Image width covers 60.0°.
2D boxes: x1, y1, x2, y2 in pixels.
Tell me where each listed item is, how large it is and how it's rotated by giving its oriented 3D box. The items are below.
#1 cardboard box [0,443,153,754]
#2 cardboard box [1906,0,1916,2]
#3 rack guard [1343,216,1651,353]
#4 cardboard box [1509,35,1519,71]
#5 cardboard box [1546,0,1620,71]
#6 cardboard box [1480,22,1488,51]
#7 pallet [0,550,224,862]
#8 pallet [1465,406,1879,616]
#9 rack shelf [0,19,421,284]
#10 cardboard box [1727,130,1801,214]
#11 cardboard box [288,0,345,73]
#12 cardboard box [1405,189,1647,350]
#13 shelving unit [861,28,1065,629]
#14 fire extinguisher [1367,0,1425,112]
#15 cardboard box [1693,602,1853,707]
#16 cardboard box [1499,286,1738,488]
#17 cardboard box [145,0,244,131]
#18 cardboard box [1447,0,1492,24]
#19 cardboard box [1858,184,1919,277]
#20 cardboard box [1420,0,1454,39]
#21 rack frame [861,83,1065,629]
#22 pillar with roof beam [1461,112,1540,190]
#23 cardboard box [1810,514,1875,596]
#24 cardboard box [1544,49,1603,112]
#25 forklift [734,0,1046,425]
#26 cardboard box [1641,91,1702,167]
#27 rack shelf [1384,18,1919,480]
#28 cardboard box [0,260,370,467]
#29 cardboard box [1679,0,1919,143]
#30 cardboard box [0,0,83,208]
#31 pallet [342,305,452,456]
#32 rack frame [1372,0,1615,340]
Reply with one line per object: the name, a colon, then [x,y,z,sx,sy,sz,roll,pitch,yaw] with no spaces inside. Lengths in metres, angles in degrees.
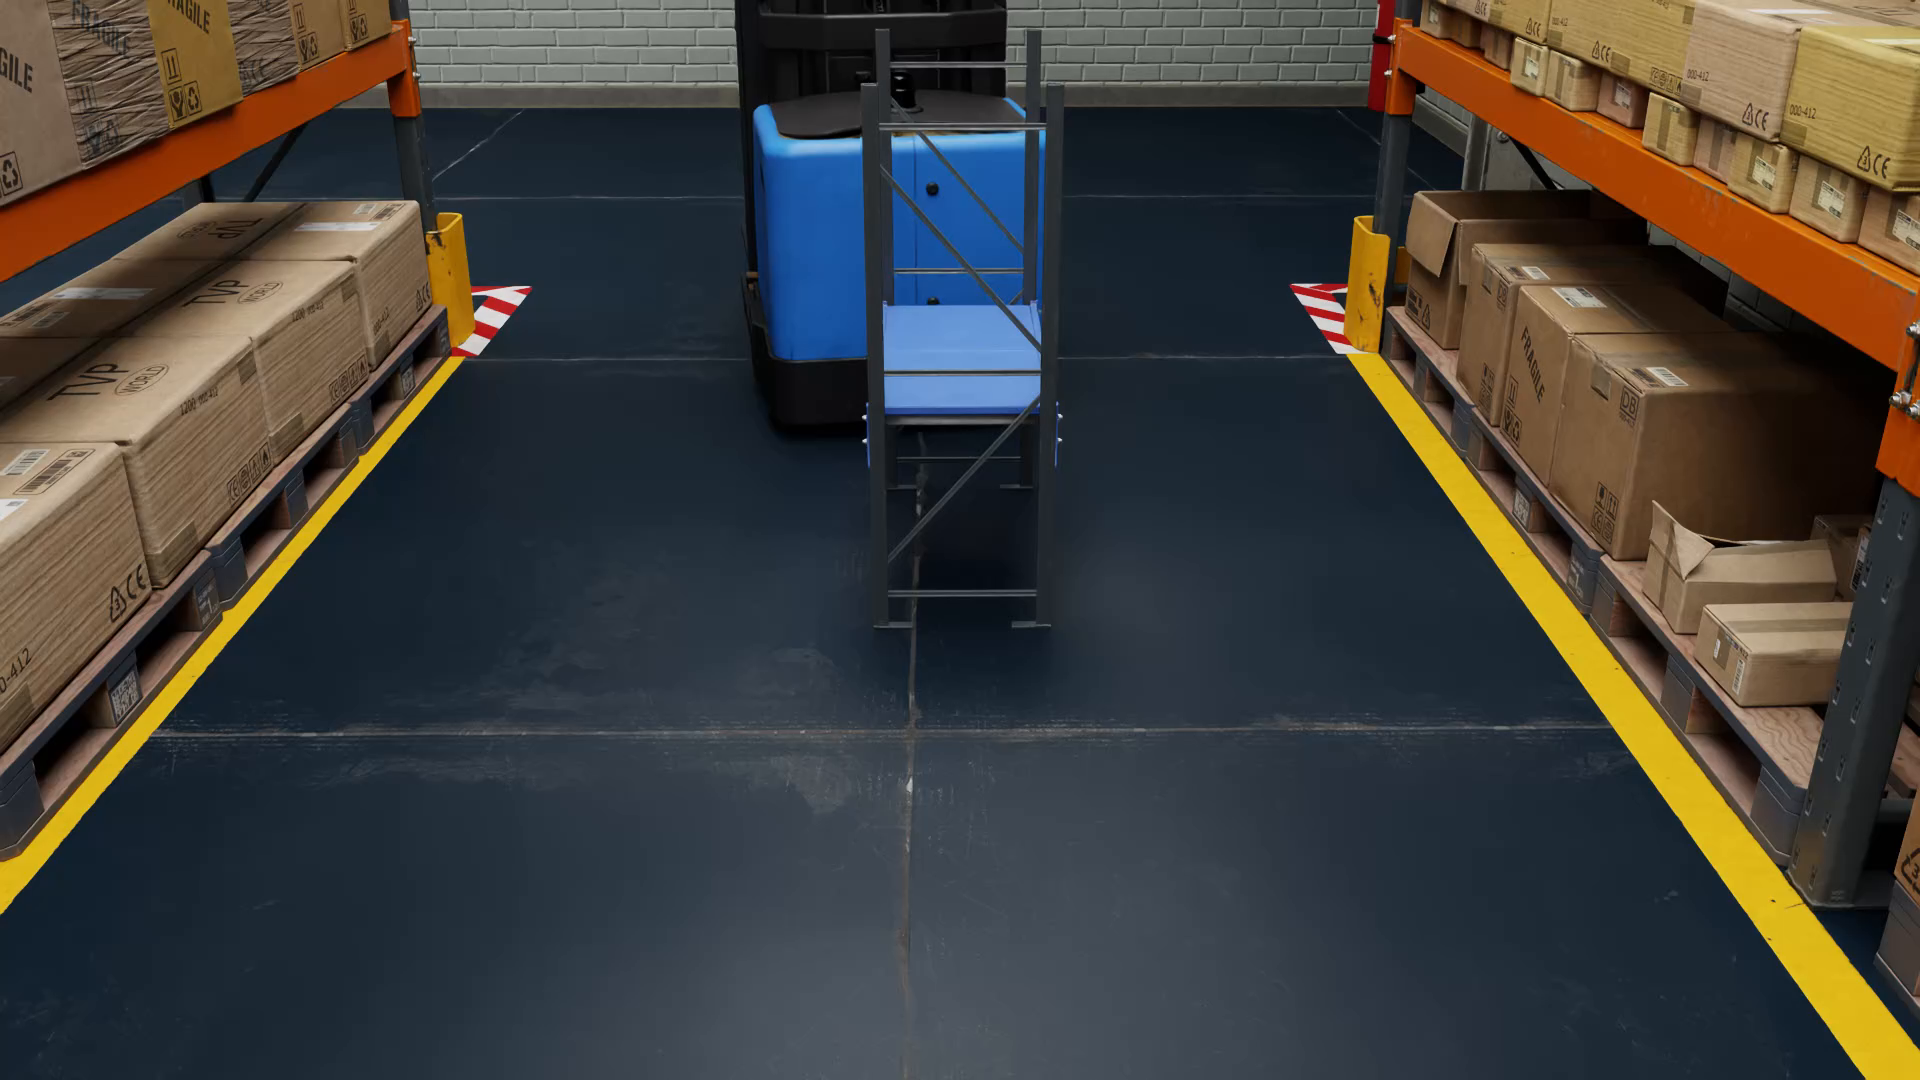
cardboard box: [-2.564,0.131,3.919,0.875,0.438,0.875,-1,24,-1]
cardboard box: [2.547,-1.301,4.308,0.500,0.250,0.500,0,24,1]
rack guard: [2.256,-1.087,7.048,1.175,0.500,0.348,0,24,-1]
cardboard box: [2.021,-1.580,5.408,0.380,0.149,0.250,0,24,0]
cardboard box: [2.032,-1.510,4.769,0.500,0.250,0.500,-1,24,-2]
cardboard box: [2.071,-1.794,5.881,0.380,0.149,0.250,-1,24,-1]
pallet: [-2.595,0.371,4.173,1.003,0.211,1.213,0,24,-1]
pallet: [2.276,-0.126,5.272,1.003,0.211,1.213,0,24,-1]
rack shelf: [-2.686,-1.082,4.875,1.077,0.370,4.000,0,24,-1]
cardboard box: [1.991,-0.839,3.771,0.380,0.149,0.250,0,24,1]
cardboard box: [-2.448,-1.875,5.634,0.500,0.500,0.500,-1,24,-2]
cardboard box: [2.167,-1.059,6.472,0.797,0.503,0.637,-1,24,-3]
shelving unit: [0.001,-0.648,4.863,0.538,1.500,1.048,0,24,-1]
fire extinguisher: [1.791,-2.111,6.824,0.296,0.674,0.183,0,24,-1]
cardboard box: [1.999,0.270,3.963,0.380,0.149,0.250,-1,24,-2]
cardboard box: [2.043,-0.487,5.210,0.500,0.500,0.500,0,24,0]
cardboard box: [-2.414,-1.450,4.695,0.500,0.500,0.500,0,24,1]
cardboard box: [1.996,-1.929,5.696,0.500,0.250,0.500,0,24,0]
cardboard box: [2.043,-0.625,3.297,0.380,0.149,0.250,0,24,0]
cardboard box: [1.984,-2.007,6.351,0.380,0.149,0.250,0,24,-1]
rack frame: [0.006,-0.439,4.400,0.500,1.500,0.032,0,24,-1]
pillar with roof beam: [-1.178,-6.087,7.788,9.100,9.000,0.400,0,24,-1]
cardboard box: [2.523,0.046,4.458,0.380,0.149,0.250,-1,24,-1]
cardboard box: [1.972,-1.367,4.938,0.380,0.149,0.250,0,24,1]
forklift: [-0.397,-2.328,6.841,1.130,2.935,3.031,-4,25,-9]
cardboard box: [1.985,-1.053,4.243,0.380,0.149,0.250,-1,24,-1]
rack shelf: [2.277,-1.106,4.928,1.077,0.370,4.000,0,24,-1]
cardboard box: [-2.583,-0.609,5.557,0.875,0.438,0.875,0,24,1]
cardboard box: [2.029,-1.092,3.845,0.500,0.250,0.500,0,24,0]
cardboard box: [-2.409,-1.033,3.773,0.500,0.500,0.500,0,24,0]
pallet: [-2.621,-0.634,6.396,1.003,0.211,1.213,0,24,-1]
rack frame: [2.255,-2.258,6.602,1.000,3.000,0.127,0,24,-1]
